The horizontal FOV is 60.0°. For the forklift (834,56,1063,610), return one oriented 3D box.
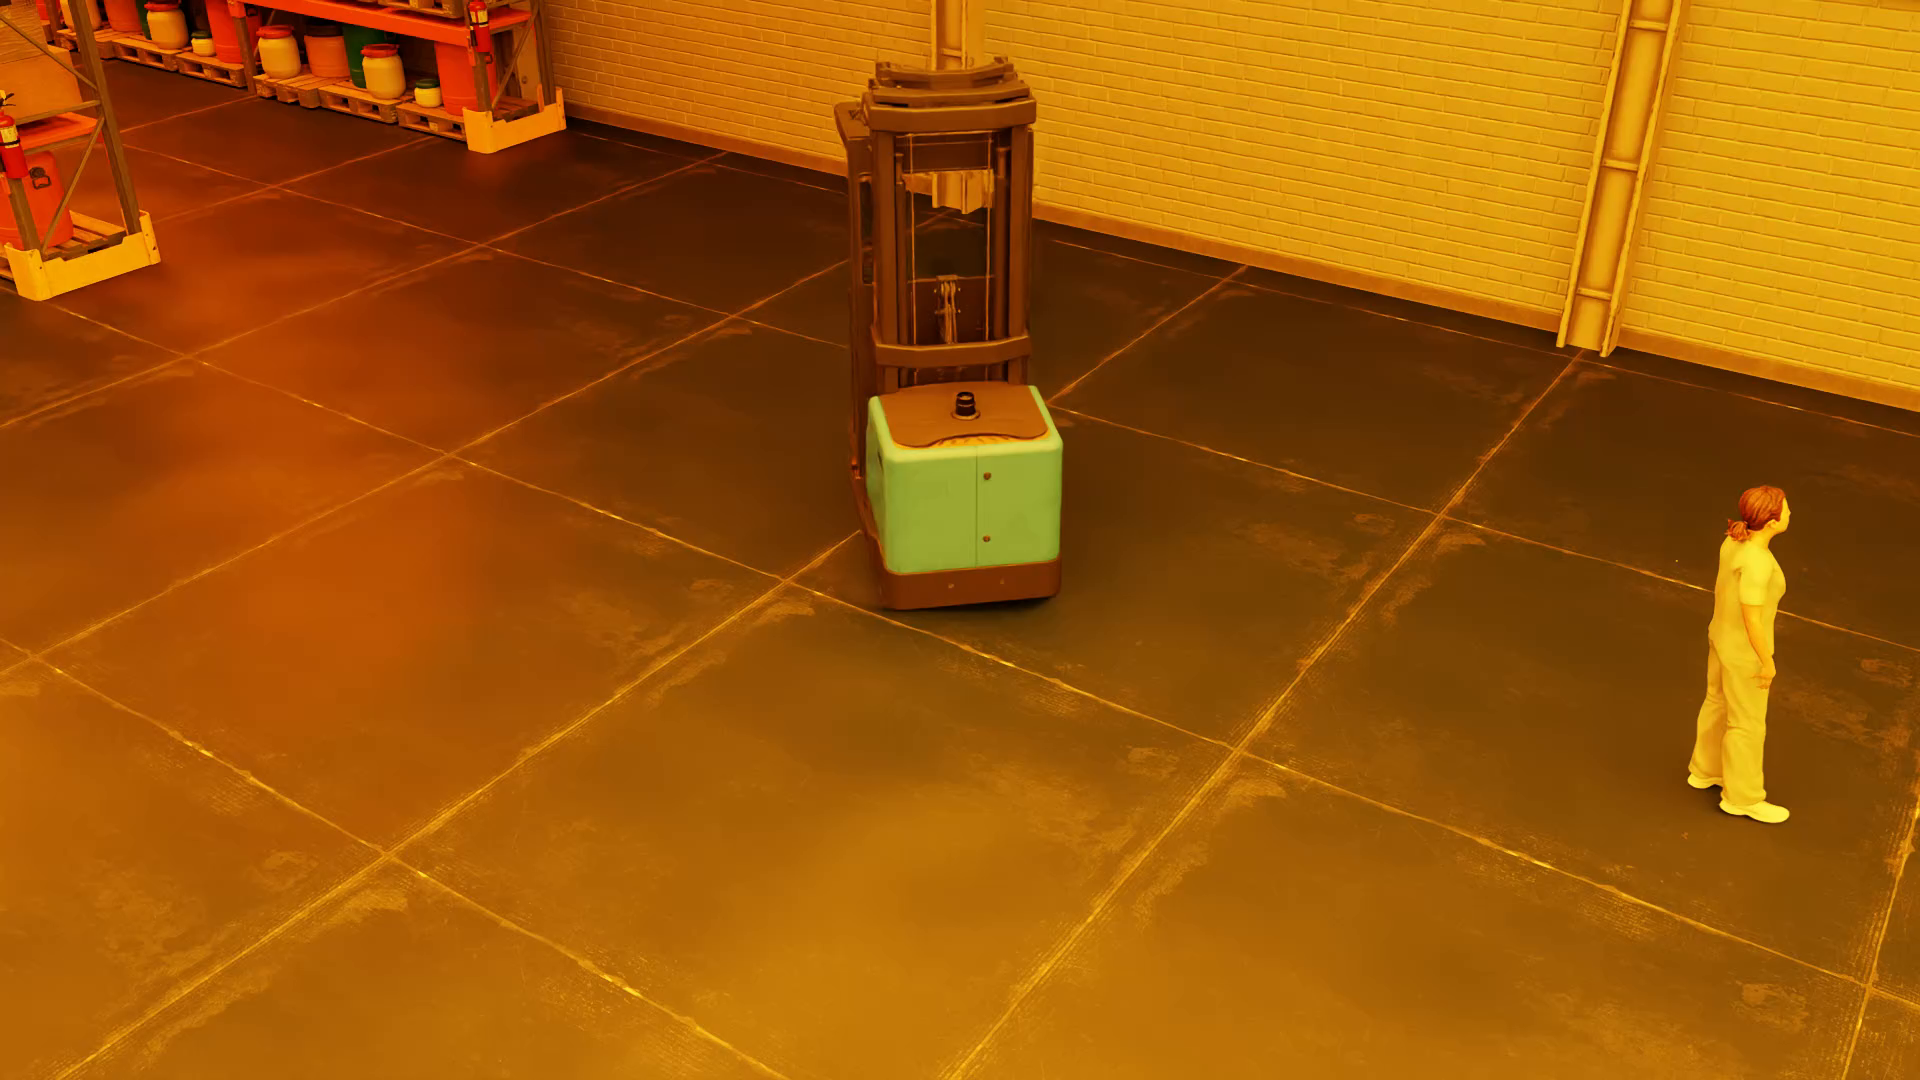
[{"bbox_3d":[-0.157,-1.585,10.311,1.130,2.935,3.031,-5,30,-8],"label":"forklift"}]

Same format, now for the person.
[{"bbox_3d":[3.799,0.517,7.937,0.548,1.666,0.547,4,30,6],"label":"person"}]
